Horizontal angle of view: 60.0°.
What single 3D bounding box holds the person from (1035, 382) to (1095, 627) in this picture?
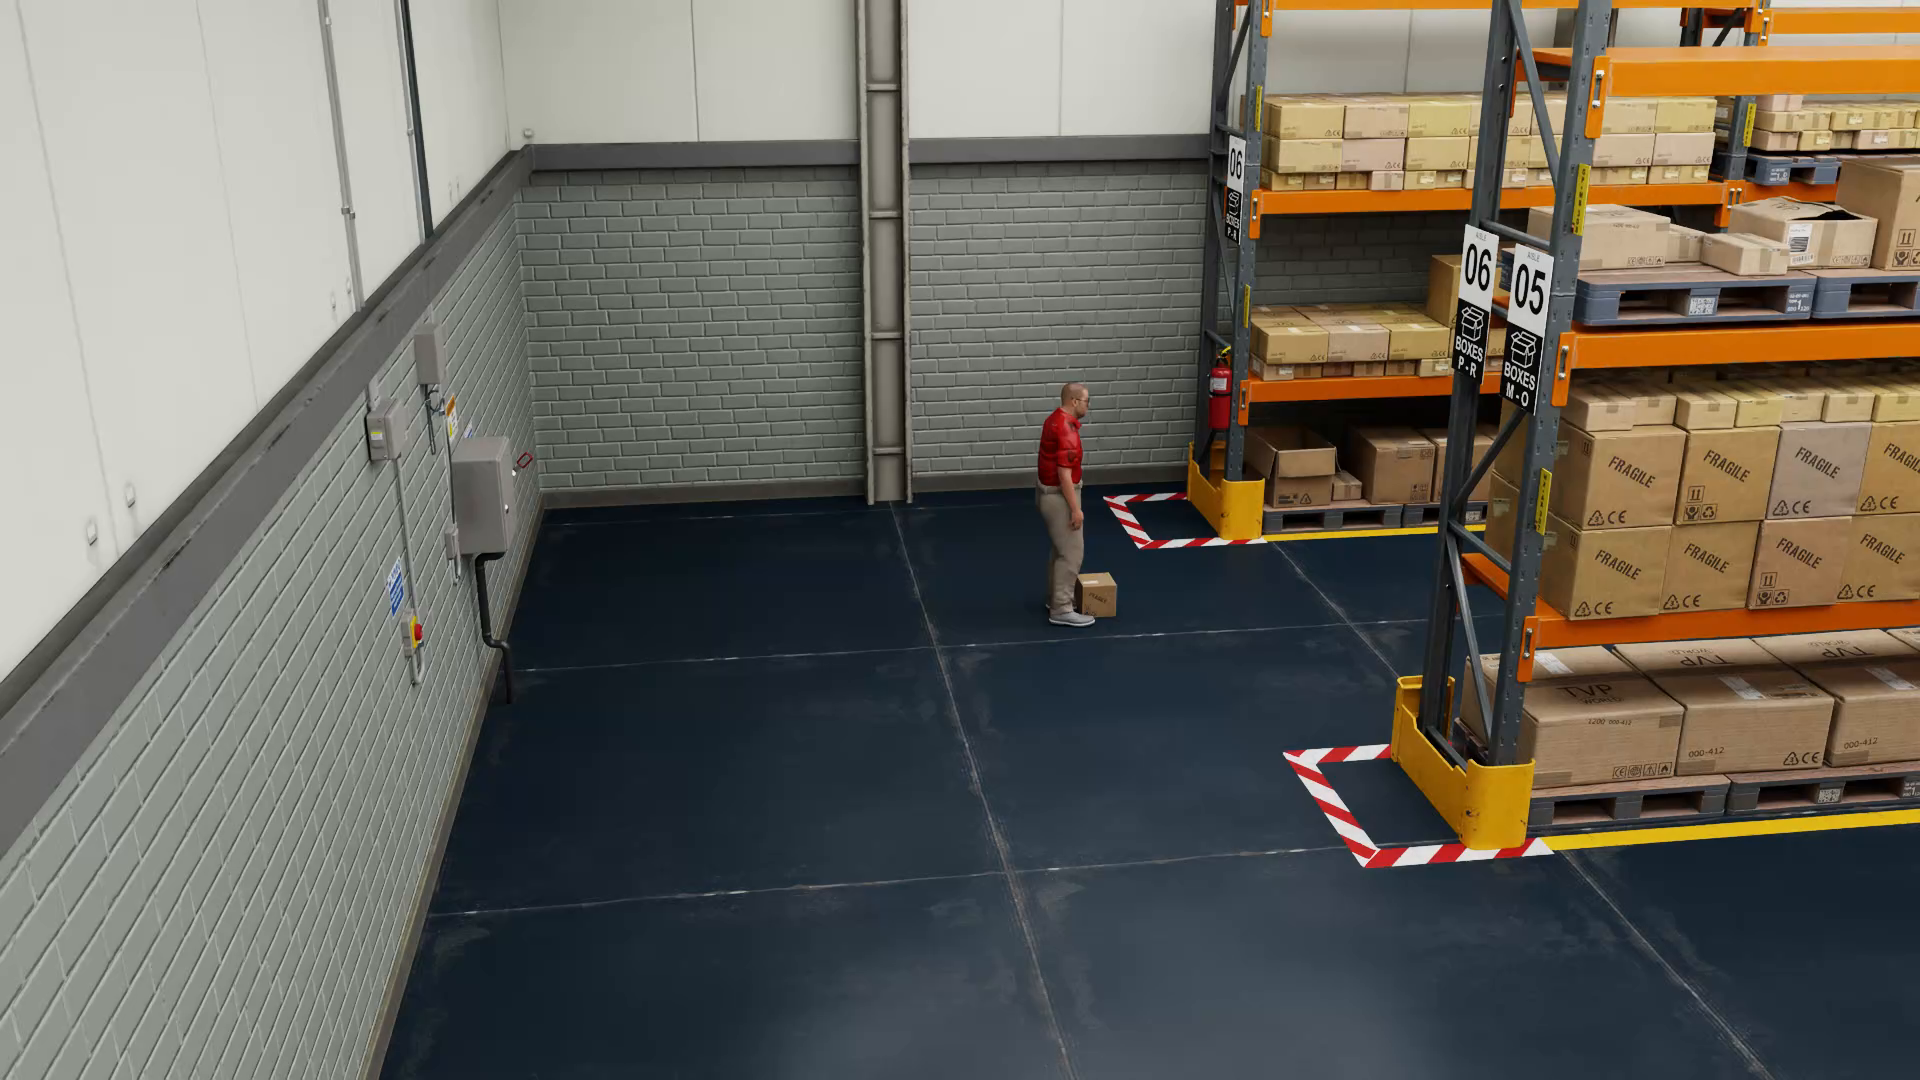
[{"bbox_3d":[0.759,-0.277,11.859,0.422,1.727,0.585,-3,20,-8],"label":"person"}]
